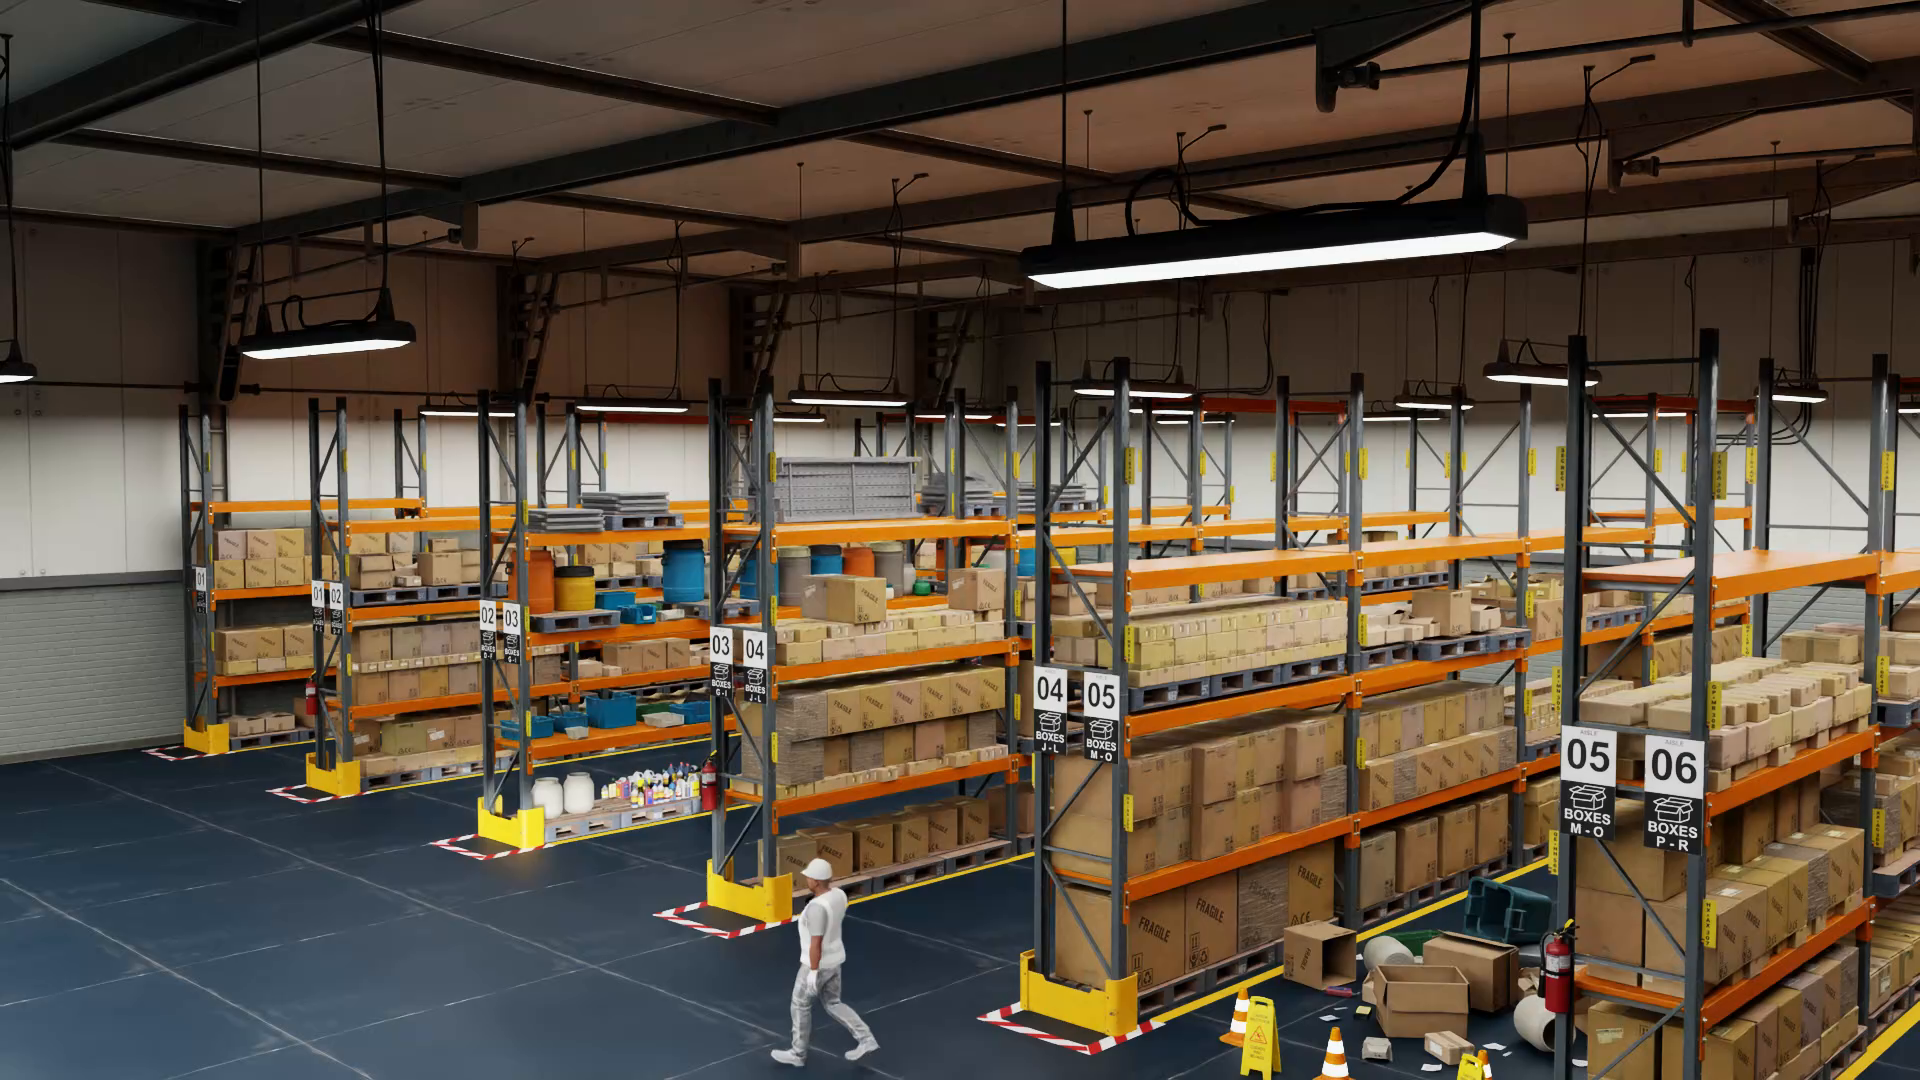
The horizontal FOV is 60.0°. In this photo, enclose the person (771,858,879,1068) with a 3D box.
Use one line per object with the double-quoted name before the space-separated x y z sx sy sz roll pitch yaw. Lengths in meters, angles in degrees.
"person" -1.137 3.554 13.959 0.898 1.767 0.599 1 3 21
